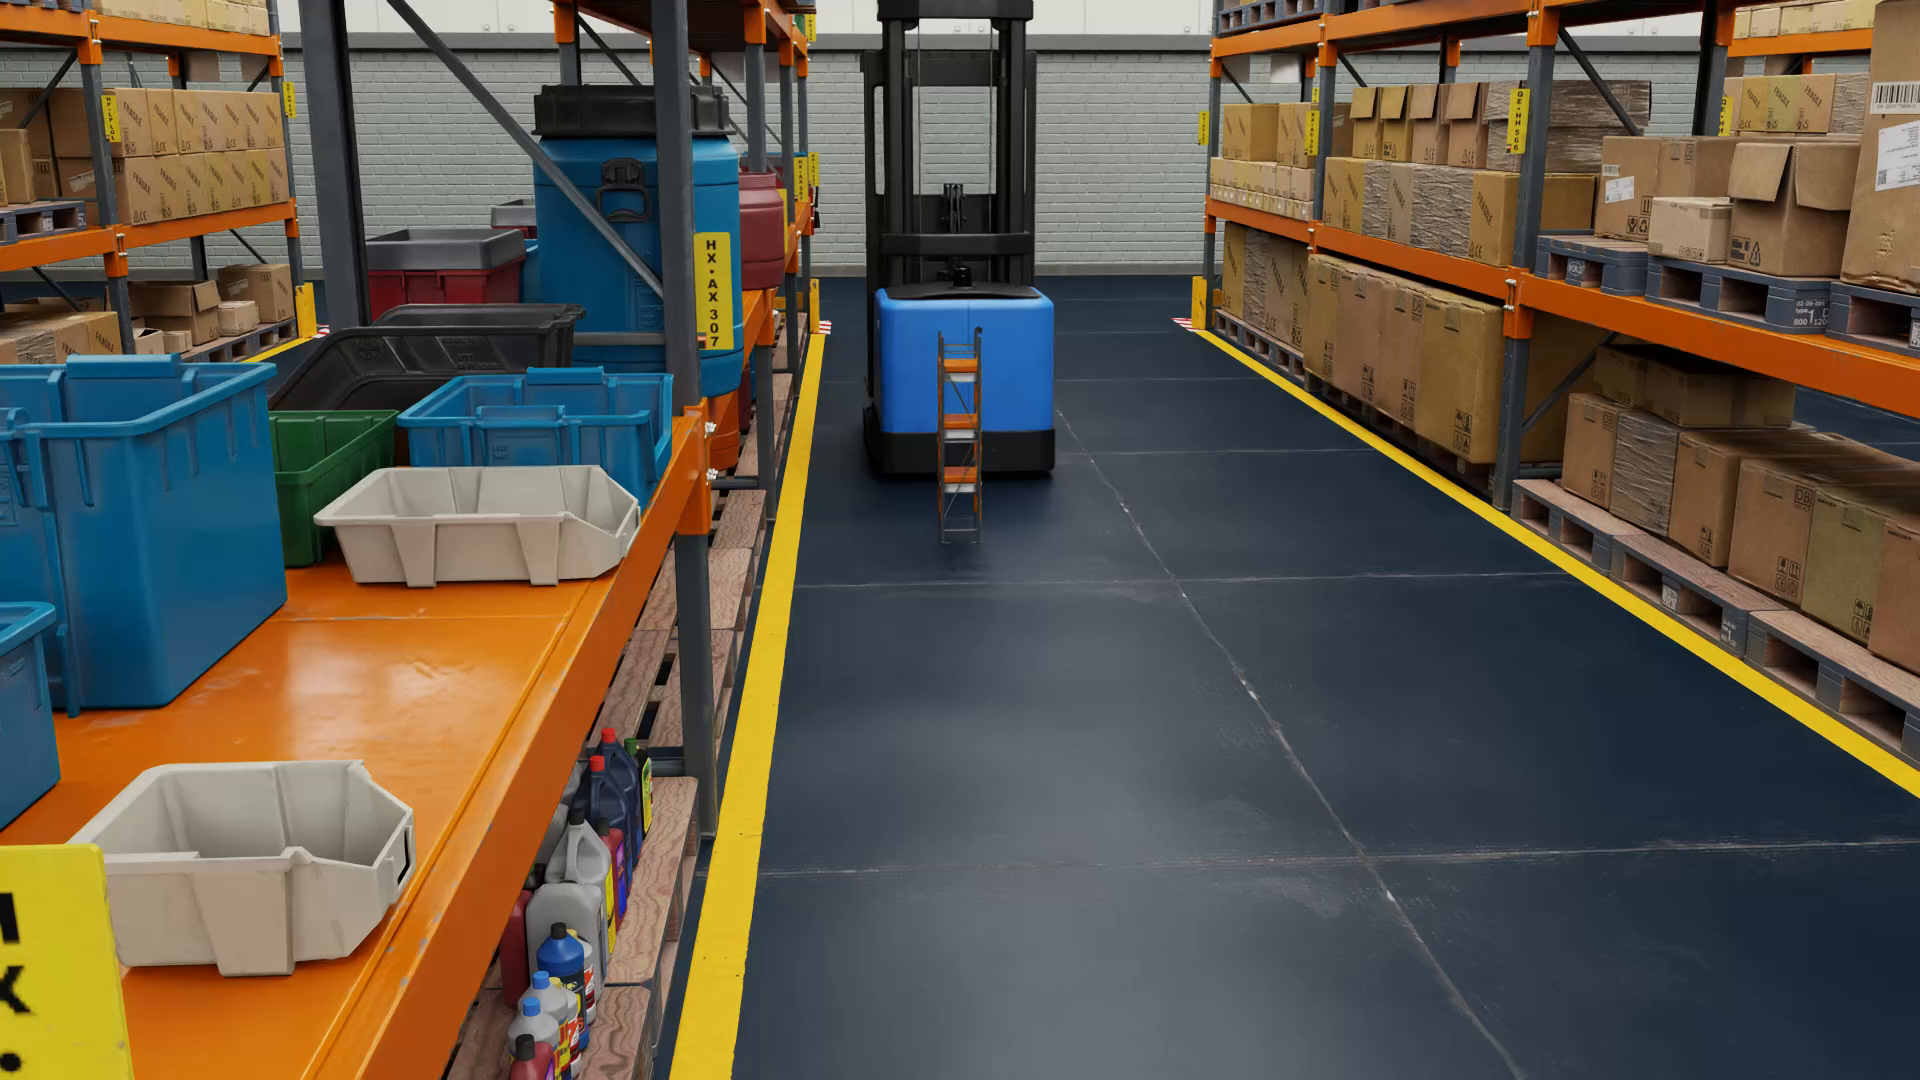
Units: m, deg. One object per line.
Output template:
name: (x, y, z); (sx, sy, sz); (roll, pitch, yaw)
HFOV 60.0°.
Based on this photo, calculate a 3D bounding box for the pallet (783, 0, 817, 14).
pallet: (-1.589, -3.713, 11.298); (1.213, 0.211, 1.003); (-1, 14, -3)

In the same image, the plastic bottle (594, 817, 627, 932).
plastic bottle: (-0.848, 0.790, 4.005); (0.061, 0.283, 0.133); (0, 14, 0)

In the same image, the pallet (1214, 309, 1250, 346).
pallet: (3.088, -2.069, 16.143); (1.003, 0.211, 1.213); (-1, 14, -3)

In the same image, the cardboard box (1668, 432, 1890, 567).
cardboard box: (3.607, -0.185, 7.358); (0.700, 0.500, 0.500); (0, 14, 1)

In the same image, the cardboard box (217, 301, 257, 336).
cardboard box: (-6.618, -1.978, 14.830); (0.500, 0.250, 0.500); (-1, 14, -3)

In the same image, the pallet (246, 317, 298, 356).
pallet: (-6.872, -1.897, 15.476); (1.003, 0.211, 1.213); (-1, 14, -3)

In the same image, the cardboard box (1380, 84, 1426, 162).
cardboard box: (3.287, -2.827, 11.279); (0.797, 0.503, 0.637); (-1, 14, -3)

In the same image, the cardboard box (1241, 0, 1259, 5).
cardboard box: (2.961, -5.099, 15.062); (0.700, 0.500, 0.500); (-1, 14, -5)

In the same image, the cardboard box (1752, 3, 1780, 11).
cardboard box: (7.719, -5.047, 15.402); (0.500, 0.250, 0.500); (-1, 14, -4)

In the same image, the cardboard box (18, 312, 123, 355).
cardboard box: (-6.362, -1.354, 11.903); (0.500, 0.500, 0.500); (-1, 14, -4)

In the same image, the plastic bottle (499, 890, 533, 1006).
plastic bottle: (-0.980, 0.873, 3.684); (0.061, 0.283, 0.133); (-1, 14, -3)

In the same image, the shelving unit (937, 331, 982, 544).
shelving unit: (-0.003, -0.522, 8.447); (0.215, 1.050, 0.252); (-1, 14, -3)

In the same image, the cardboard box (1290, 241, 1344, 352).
cardboard box: (3.248, -1.962, 13.552); (0.875, 0.875, 0.875); (-1, 14, -3)

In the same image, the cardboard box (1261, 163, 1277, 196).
cardboard box: (2.853, -3.055, 14.083); (0.500, 0.250, 0.500); (-1, 14, -2)

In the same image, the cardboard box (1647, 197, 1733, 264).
cardboard box: (3.331, -1.337, 7.163); (0.500, 0.250, 0.500); (-1, 14, -5)

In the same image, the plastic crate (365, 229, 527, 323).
plastic crate: (-1.575, -0.703, 5.109); (0.402, 0.464, 0.583); (-1, 14, -3)

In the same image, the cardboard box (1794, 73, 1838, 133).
cardboard box: (7.763, -3.847, 14.656); (0.500, 0.500, 0.500); (-1, 14, -5)

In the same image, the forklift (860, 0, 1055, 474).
forklift: (-0.085, -2.125, 10.904); (1.130, 2.935, 3.031); (-1, 14, -5)

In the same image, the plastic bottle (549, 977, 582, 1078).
plastic bottle: (-0.826, 0.991, 3.389); (0.097, 0.201, 0.097); (0, 14, 0)

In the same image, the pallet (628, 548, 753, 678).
pallet: (-1.405, 0.296, 6.953); (1.003, 0.211, 1.213); (-1, 14, -3)

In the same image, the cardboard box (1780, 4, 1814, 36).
cardboard box: (7.763, -4.674, 14.953); (0.500, 0.250, 0.500); (-1, 14, -5)

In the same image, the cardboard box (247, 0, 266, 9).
cardboard box: (-6.640, -4.963, 15.074); (0.500, 0.250, 0.500); (-1, 14, -3)

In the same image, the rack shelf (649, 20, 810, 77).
rack shelf: (-1.859, -4.147, 14.049); (1.077, 0.370, 4.000); (-1, 14, -3)

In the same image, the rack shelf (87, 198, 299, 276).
rack shelf: (-6.803, -2.619, 14.129); (1.077, 0.370, 4.000); (-1, 14, -3)

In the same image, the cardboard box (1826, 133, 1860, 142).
cardboard box: (7.793, -3.235, 14.281); (0.500, 0.500, 0.500); (-1, 14, -4)

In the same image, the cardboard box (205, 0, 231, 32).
cardboard box: (-6.568, -4.472, 14.170); (0.500, 0.250, 0.500); (-1, 14, -3)

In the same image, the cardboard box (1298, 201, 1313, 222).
cardboard box: (2.863, -2.571, 13.003); (0.380, 0.149, 0.250); (-1, 14, -3)

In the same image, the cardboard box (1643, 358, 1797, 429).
cardboard box: (3.571, -0.695, 7.836); (0.500, 0.250, 0.500); (1, 14, 3)

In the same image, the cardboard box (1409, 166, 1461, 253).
cardboard box: (3.118, -2.048, 10.264); (0.500, 0.500, 0.500); (-1, 14, -5)

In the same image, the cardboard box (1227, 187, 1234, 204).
cardboard box: (2.704, -3.209, 15.484); (0.380, 0.149, 0.250); (-1, 14, -4)

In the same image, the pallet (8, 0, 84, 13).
pallet: (-6.709, -3.668, 11.121); (1.213, 0.211, 1.003); (-1, 14, -3)

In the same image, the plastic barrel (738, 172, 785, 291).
plastic barrel: (-1.156, -1.506, 8.086); (0.600, 0.536, 0.708); (-1, 14, -3)

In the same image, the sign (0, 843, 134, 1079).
sign: (-0.442, 0.297, 0.795); (0.100, 0.325, 0.005); (-1, 14, -3)

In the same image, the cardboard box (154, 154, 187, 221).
cardboard box: (-6.473, -2.777, 13.097); (0.500, 0.500, 0.500); (-1, 14, -2)

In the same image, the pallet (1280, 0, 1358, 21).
pallet: (3.168, -4.235, 13.126); (1.003, 0.211, 1.213); (-1, 14, -3)

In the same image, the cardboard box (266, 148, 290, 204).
cardboard box: (-6.627, -3.406, 15.544); (0.500, 0.500, 0.500); (0, 14, -2)

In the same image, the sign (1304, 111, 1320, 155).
sign: (2.655, -3.071, 12.544); (0.100, 0.325, 0.005); (-1, 14, -3)

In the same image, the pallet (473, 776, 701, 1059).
pallet: (-1.239, 0.962, 4.363); (1.003, 0.211, 1.213); (-1, 14, -3)

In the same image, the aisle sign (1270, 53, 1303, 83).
aisle sign: (3.256, -4.898, 16.327); (0.394, 0.787, 0.004); (-1, 14, -3)

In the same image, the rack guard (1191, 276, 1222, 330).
rack guard: (2.959, -2.412, 16.898); (1.175, 0.500, 0.348); (-1, 14, -3)

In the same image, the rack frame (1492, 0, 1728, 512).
rack frame: (3.456, -1.627, 8.831); (1.000, 3.000, 0.127); (-1, 14, -3)

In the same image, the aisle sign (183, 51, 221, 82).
aisle sign: (-7.224, -4.736, 15.697); (0.394, 0.787, 0.004); (-1, 14, -3)

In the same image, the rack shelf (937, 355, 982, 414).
rack shelf: (-0.003, -0.786, 8.379); (0.215, 0.259, 0.240); (-1, 14, -3)

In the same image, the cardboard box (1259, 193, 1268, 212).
cardboard box: (2.783, -2.891, 14.246); (0.380, 0.149, 0.250); (-1, 14, -4)

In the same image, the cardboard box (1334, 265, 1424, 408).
cardboard box: (3.324, -1.415, 11.428); (1.225, 0.875, 0.875); (-1, 14, -5)

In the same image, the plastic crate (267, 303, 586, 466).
plastic crate: (-1.334, -0.394, 4.161); (0.767, 0.338, 0.504); (-1, 14, -3)

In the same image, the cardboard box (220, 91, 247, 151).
cardboard box: (-6.556, -3.636, 14.433); (0.500, 0.500, 0.500); (0, 14, -2)

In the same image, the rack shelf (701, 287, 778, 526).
rack shelf: (-1.363, -0.705, 6.690); (1.077, 0.370, 4.000); (-1, 14, -3)

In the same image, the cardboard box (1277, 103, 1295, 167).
cardboard box: (2.886, -3.291, 13.498); (0.500, 0.500, 0.500); (-1, 14, -3)

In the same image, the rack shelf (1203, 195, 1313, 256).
rack shelf: (3.085, -2.771, 14.720); (1.077, 0.370, 4.000); (-1, 14, -3)

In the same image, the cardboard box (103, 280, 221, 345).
cardboard box: (-6.800, -1.941, 14.178); (0.797, 0.503, 0.637); (-1, 14, -3)

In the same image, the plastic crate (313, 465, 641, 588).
plastic crate: (-0.886, -0.028, 3.146); (0.530, 0.136, 0.437); (-1, 14, -3)

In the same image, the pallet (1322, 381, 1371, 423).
pallet: (3.332, -1.081, 12.303); (1.003, 0.211, 1.213); (-1, 14, -3)

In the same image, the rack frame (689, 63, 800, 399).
rack frame: (-1.735, -2.545, 12.400); (1.000, 3.000, 0.127); (-1, 14, -3)
